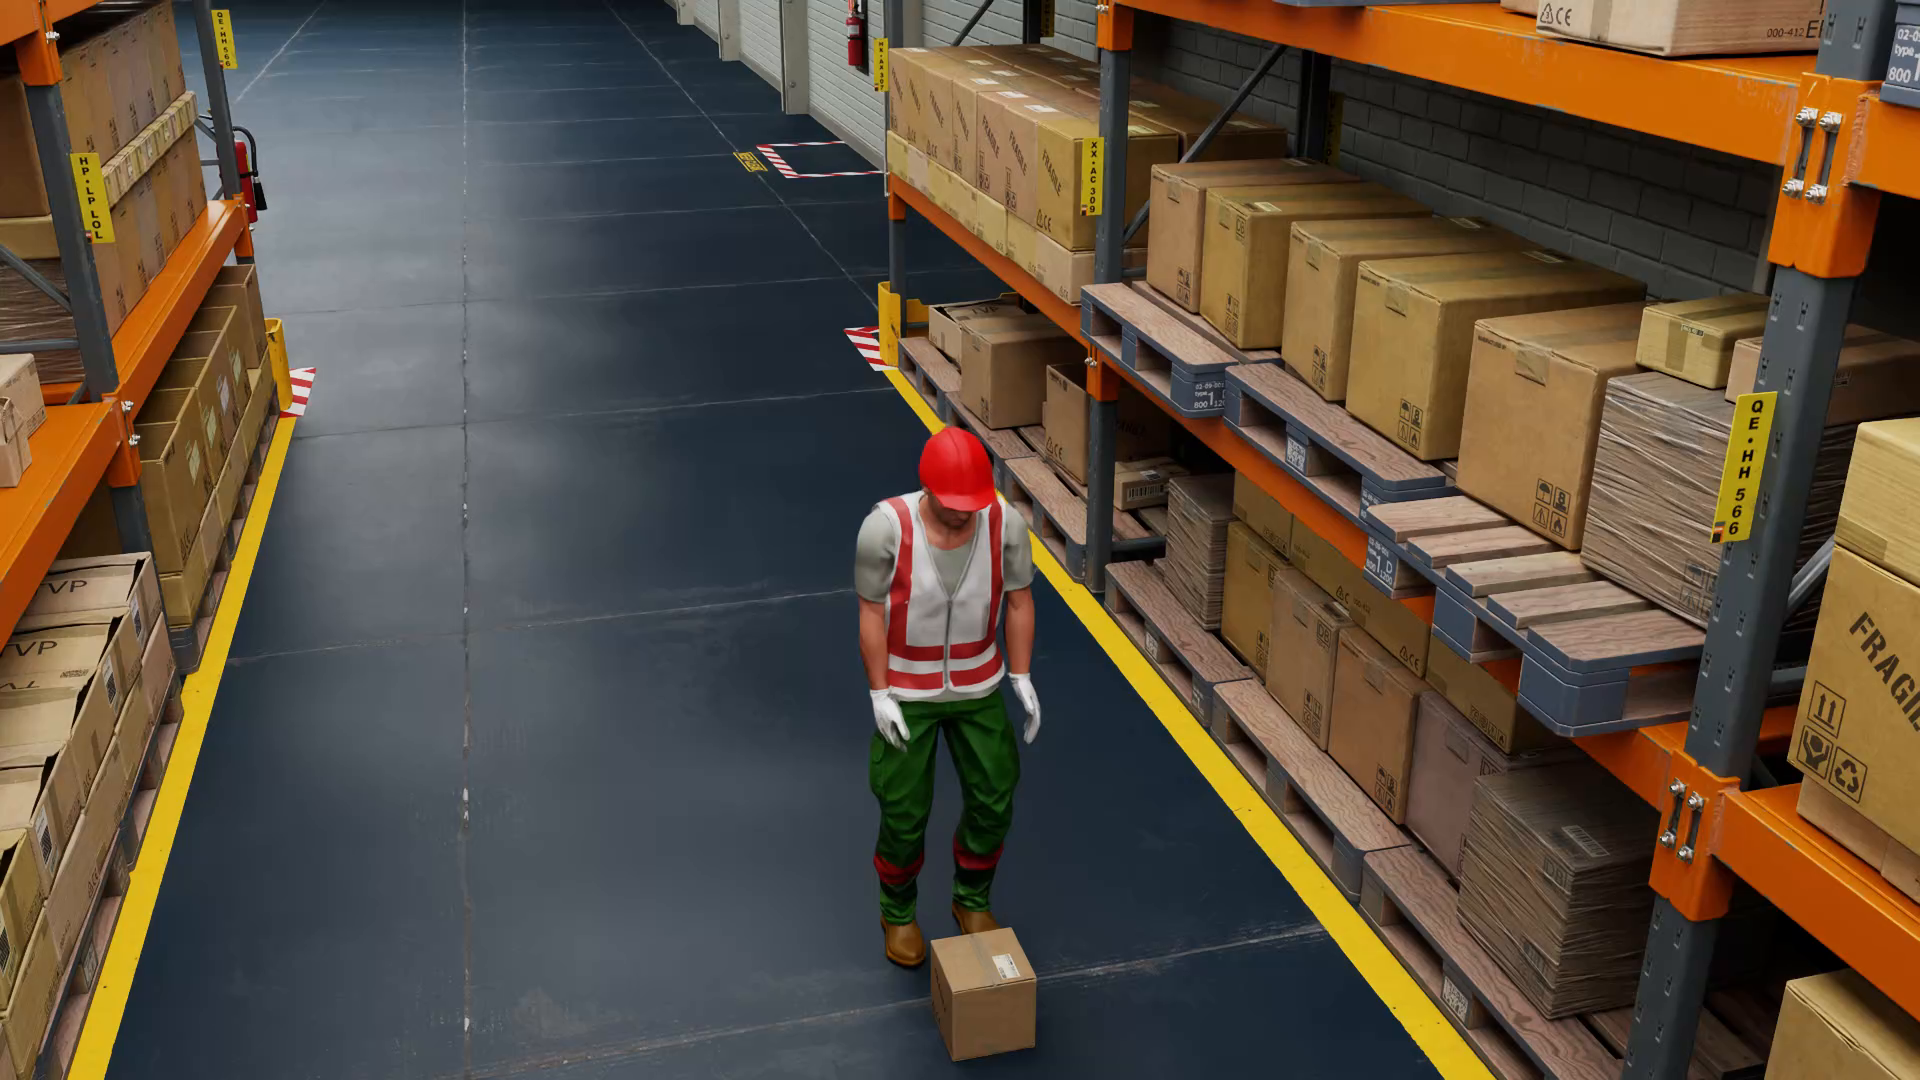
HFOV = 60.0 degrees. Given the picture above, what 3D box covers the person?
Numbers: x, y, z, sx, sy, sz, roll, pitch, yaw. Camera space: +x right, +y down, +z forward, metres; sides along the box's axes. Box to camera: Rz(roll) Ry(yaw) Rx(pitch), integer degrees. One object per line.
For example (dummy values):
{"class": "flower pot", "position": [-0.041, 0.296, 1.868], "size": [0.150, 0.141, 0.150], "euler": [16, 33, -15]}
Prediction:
{"class": "person", "position": [-0.032, 0.469, 5.004], "size": [0.541, 1.743, 0.443], "euler": [-6, 23, -13]}
